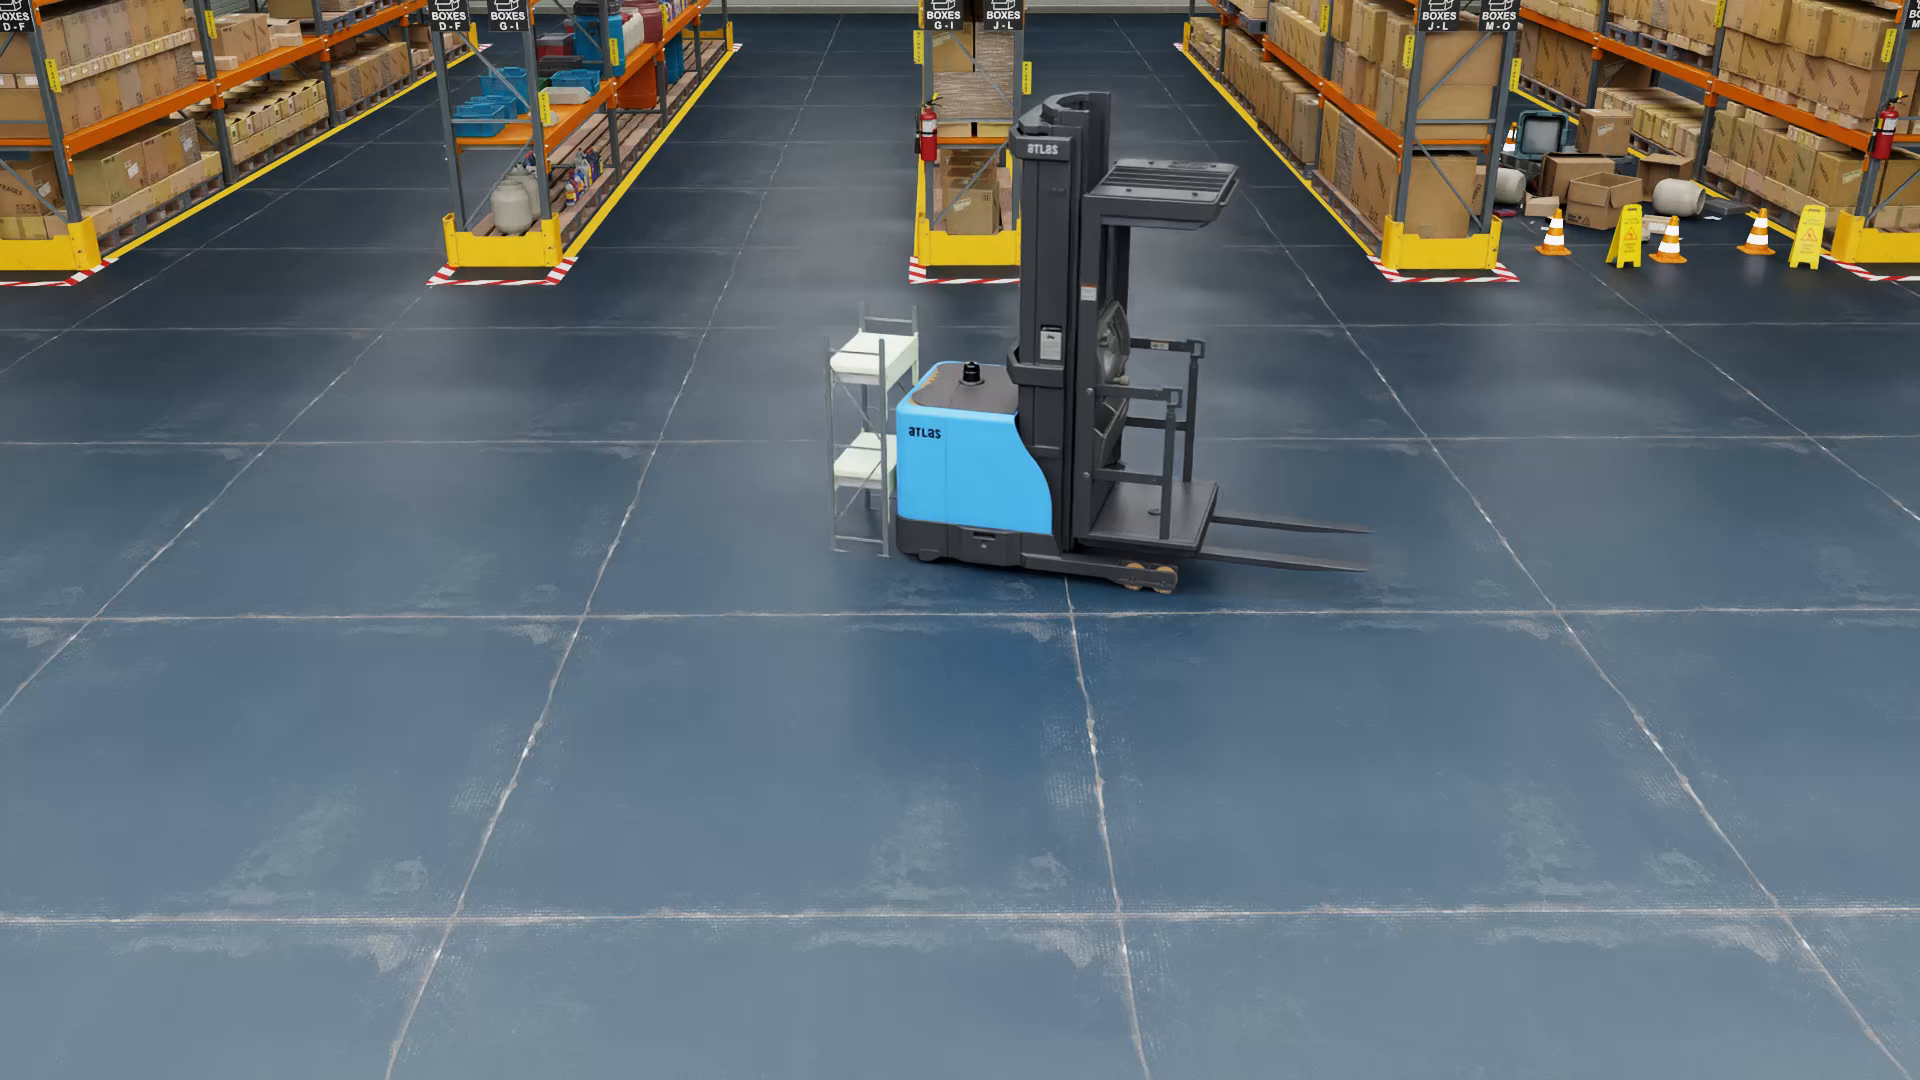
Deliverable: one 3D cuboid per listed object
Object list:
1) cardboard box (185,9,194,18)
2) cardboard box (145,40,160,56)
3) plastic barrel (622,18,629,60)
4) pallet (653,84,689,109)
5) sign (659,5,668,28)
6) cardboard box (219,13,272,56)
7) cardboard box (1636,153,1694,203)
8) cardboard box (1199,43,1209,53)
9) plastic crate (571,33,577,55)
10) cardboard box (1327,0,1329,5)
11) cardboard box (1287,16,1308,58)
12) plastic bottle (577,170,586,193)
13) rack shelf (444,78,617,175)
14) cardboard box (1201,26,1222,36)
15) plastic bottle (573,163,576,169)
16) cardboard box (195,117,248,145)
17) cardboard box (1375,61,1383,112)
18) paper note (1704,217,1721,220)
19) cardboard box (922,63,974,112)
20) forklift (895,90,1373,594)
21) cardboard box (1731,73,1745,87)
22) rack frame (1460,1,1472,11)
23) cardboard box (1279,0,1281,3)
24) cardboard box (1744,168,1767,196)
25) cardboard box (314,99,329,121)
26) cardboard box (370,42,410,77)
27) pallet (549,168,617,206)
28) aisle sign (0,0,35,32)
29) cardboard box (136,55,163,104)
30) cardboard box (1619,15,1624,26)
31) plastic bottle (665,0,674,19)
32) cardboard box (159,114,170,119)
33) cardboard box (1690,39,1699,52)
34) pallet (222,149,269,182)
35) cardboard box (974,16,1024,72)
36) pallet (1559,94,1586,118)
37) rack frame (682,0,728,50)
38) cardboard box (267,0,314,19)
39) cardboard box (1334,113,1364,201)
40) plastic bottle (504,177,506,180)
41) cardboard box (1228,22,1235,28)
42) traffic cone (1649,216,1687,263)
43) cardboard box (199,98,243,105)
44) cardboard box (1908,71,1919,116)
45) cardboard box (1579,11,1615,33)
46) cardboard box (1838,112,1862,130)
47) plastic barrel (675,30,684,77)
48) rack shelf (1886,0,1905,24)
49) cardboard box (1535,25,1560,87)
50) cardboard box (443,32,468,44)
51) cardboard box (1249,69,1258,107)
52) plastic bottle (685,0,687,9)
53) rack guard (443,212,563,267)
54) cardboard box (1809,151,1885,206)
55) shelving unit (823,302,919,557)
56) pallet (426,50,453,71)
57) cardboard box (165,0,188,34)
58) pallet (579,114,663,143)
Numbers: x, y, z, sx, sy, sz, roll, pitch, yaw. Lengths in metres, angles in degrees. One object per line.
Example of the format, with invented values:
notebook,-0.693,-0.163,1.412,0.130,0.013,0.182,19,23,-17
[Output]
cardboard box,-14.607,-9.865,31.159,0.380,0.149,0.250,-1,24,-1
cardboard box,-9.587,-5.747,19.409,0.380,0.149,0.250,0,24,-1
plastic barrel,-4.660,-6.717,22.296,0.433,0.535,0.433,0,24,0
pallet,-4.965,-7.161,26.827,1.003,0.211,1.213,0,24,-1
sign,-4.354,-7.685,24.404,0.100,0.325,0.005,0,24,-1
cardboard box,-9.823,-6.939,22.831,0.500,0.500,0.500,-2,24,-3
cardboard box,8.652,-4.439,20.454,0.500,0.500,0.500,19,30,35
cardboard box,4.609,-9.057,30.585,0.380,0.149,0.250,-1,24,-3
plastic crate,-5.184,-6.403,21.787,0.392,0.384,0.575,0,24,-1
cardboard box,5.041,-6.666,21.014,0.700,0.500,0.500,-1,24,-1
cardboard box,4.761,-6.845,22.624,0.500,0.500,0.500,-1,24,-1
plastic bottle,-4.532,-4.281,19.852,0.097,0.271,0.097,0,24,0
rack shelf,-4.839,-4.805,19.108,1.077,0.370,4.000,0,24,-1
cardboard box,4.622,-9.309,30.420,0.380,0.149,0.250,0,24,0
plastic bottle,-4.662,-4.433,20.173,0.061,0.283,0.133,0,24,-1
cardboard box,-9.569,-5.302,21.479,0.500,0.311,0.500,0,24,0
cardboard box,5.139,-4.991,18.463,0.875,0.550,0.550,0,24,-1
paper note,8.890,-3.805,19.626,0.142,0.019,0.148,-9,26,-19
cardboard box,0.032,-4.945,18.060,0.875,0.500,0.500,0,24,-1
forklift,1.151,-1.241,10.437,3.031,2.935,1.130,6,25,14
cardboard box,9.739,-5.674,20.461,0.380,0.149,0.250,0,24,1
rack frame,9.870,-10.969,31.863,1.000,3.000,0.127,0,24,-1
cardboard box,5.190,-8.417,26.015,0.380,0.149,0.250,0,24,0
cardboard box,9.763,-4.280,19.900,0.500,0.250,0.500,-1,24,-1
cardboard box,-9.608,-6.308,24.383,0.500,0.250,0.500,0,24,1
cardboard box,-9.609,-8.092,28.002,0.500,0.500,0.500,0,24,-1
pallet,-4.895,-4.410,20.744,1.003,0.211,1.213,0,24,-1
aisle sign,-9.463,-5.447,16.499,0.394,0.787,0.004,0,24,-1
cardboard box,-9.789,-5.375,19.373,0.700,0.500,0.500,0,24,0
cardboard box,9.745,-7.498,23.983,0.380,0.149,0.250,-2,24,-4
plastic bottle,-4.599,-8.400,26.243,0.144,0.351,0.185,0,24,-1
cardboard box,-10.122,-5.024,20.636,0.500,0.500,0.500,0,24,-1
cardboard box,9.735,-6.420,21.601,0.380,0.149,0.250,-1,24,-2
pallet,-9.861,-4.969,21.981,1.003,0.211,1.213,0,24,-1
cardboard box,0.402,-5.196,17.402,0.500,0.500,0.500,0,24,-1
pallet,10.025,-6.727,25.867,1.003,0.211,1.213,0,24,-1
rack frame,-4.992,-10.902,31.715,1.000,3.000,0.127,0,24,-1
cardboard box,-9.977,-8.081,24.846,0.700,0.500,0.500,-9,26,-18
cardboard box,5.003,-4.553,19.745,0.875,0.875,0.875,0,24,0
plastic bottle,-5.295,-4.075,19.382,0.061,0.283,0.133,0,24,1
cardboard box,5.196,-9.534,30.919,0.380,0.149,0.250,-1,24,-3
traffic cone,7.644,-3.246,17.866,0.336,0.463,0.334,0,24,-1
cardboard box,-10.122,-5.923,22.853,0.500,0.311,0.500,-1,24,-1
cardboard box,10.317,-4.753,17.637,0.500,0.500,0.500,-1,24,-1
cardboard box,9.693,-7.811,25.063,0.500,0.250,0.500,-1,24,-2
cardboard box,9.713,-4.518,17.905,0.380,0.149,0.250,-1,24,-1
plastic barrel,-4.959,-8.265,27.920,0.600,0.901,0.708,0,24,-1
rack shelf,10.023,-6.239,18.637,1.077,0.370,4.000,0,24,-1
cardboard box,10.019,-7.916,27.182,0.875,0.875,0.875,0,24,1
cardboard box,-9.692,-9.720,31.600,0.500,0.500,0.500,0,24,-1
cardboard box,4.741,-6.931,25.458,0.500,0.500,0.500,0,24,-1
plastic bottle,-4.572,-8.945,27.528,0.061,0.283,0.133,0,24,-1
rack guard,-4.865,-3.201,17.721,1.175,0.500,0.348,0,24,-1
cardboard box,9.776,-3.985,18.338,0.500,0.500,0.500,0,24,0
shelving unit,-0.572,-0.739,11.063,0.431,1.500,0.755,6,25,14
pallet,-9.924,-8.749,30.339,1.003,0.211,1.213,0,24,-1
cardboard box,-9.803,-6.390,20.044,0.700,0.500,0.500,0,24,0
pallet,-4.935,-6.016,24.295,1.003,0.211,1.213,0,24,-1
